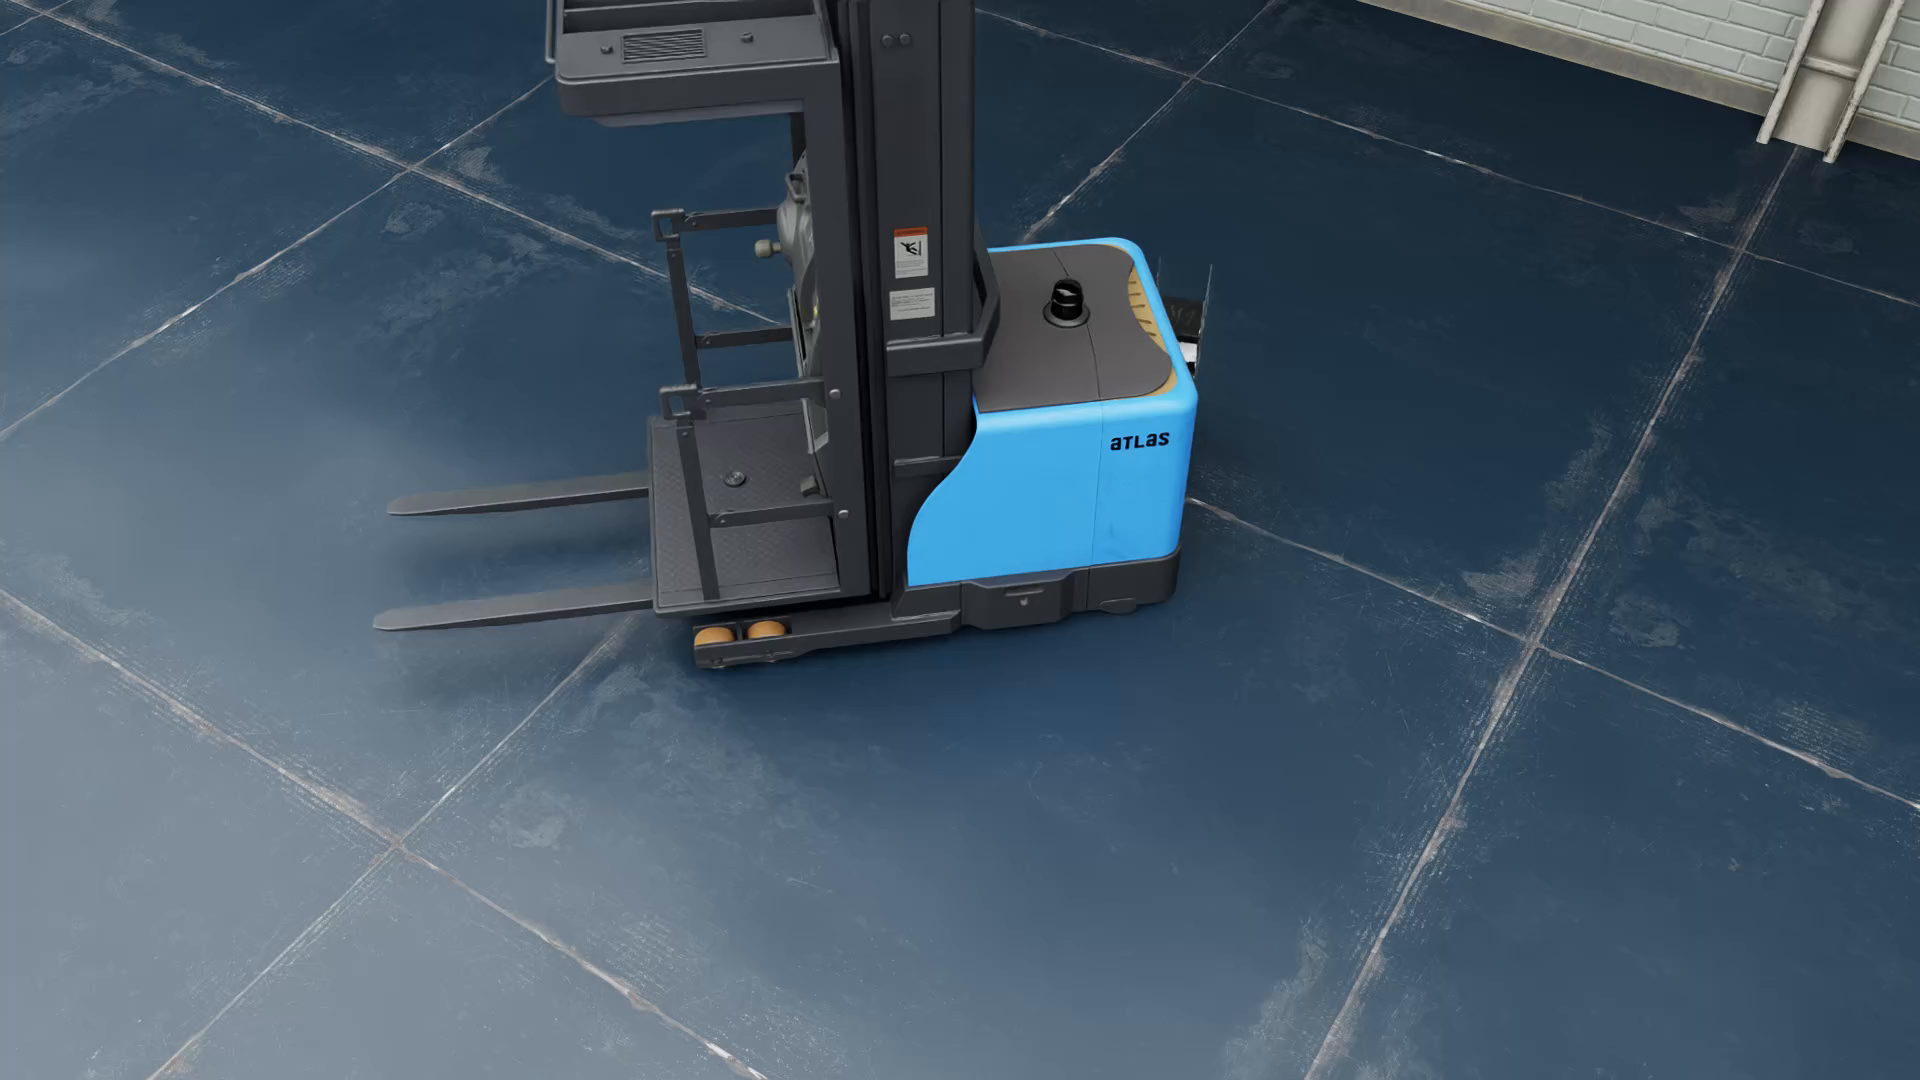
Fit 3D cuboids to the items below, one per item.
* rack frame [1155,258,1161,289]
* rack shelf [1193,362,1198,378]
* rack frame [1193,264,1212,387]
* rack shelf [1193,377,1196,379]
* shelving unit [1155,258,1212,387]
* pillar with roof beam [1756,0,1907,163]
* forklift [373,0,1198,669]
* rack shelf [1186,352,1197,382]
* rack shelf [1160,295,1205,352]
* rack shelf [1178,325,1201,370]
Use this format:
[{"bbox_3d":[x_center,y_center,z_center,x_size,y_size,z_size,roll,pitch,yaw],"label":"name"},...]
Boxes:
[{"bbox_3d":[0.766,-0.719,6.822,0.006,0.900,0.240,9,46,9],"label":"rack frame"},{"bbox_3d":[0.866,-0.680,6.830,0.200,0.077,0.258,9,46,9],"label":"rack shelf"},{"bbox_3d":[0.965,-0.688,6.791,0.006,0.900,0.240,9,46,9],"label":"rack frame"},{"bbox_3d":[0.866,-0.618,6.895,0.200,0.077,0.258,9,46,9],"label":"rack shelf"},{"bbox_3d":[0.866,-0.704,6.806,0.210,0.900,0.258,9,46,9],"label":"shelving unit"},{"bbox_3d":[2.138,-2.665,3.065,0.400,9.000,9.100,25,51,22],"label":"pillar with roof beam"},{"bbox_3d":[-0.718,-0.945,5.624,3.031,2.935,1.130,-6,46,-6],"label":"forklift"},{"bbox_3d":[0.866,-0.743,6.766,0.200,0.077,0.258,9,46,9],"label":"rack shelf"},{"bbox_3d":[0.866,-0.869,6.637,0.200,0.077,0.258,9,46,9],"label":"rack shelf"},{"bbox_3d":[0.866,-0.806,6.701,0.200,0.077,0.258,9,46,9],"label":"rack shelf"}]
